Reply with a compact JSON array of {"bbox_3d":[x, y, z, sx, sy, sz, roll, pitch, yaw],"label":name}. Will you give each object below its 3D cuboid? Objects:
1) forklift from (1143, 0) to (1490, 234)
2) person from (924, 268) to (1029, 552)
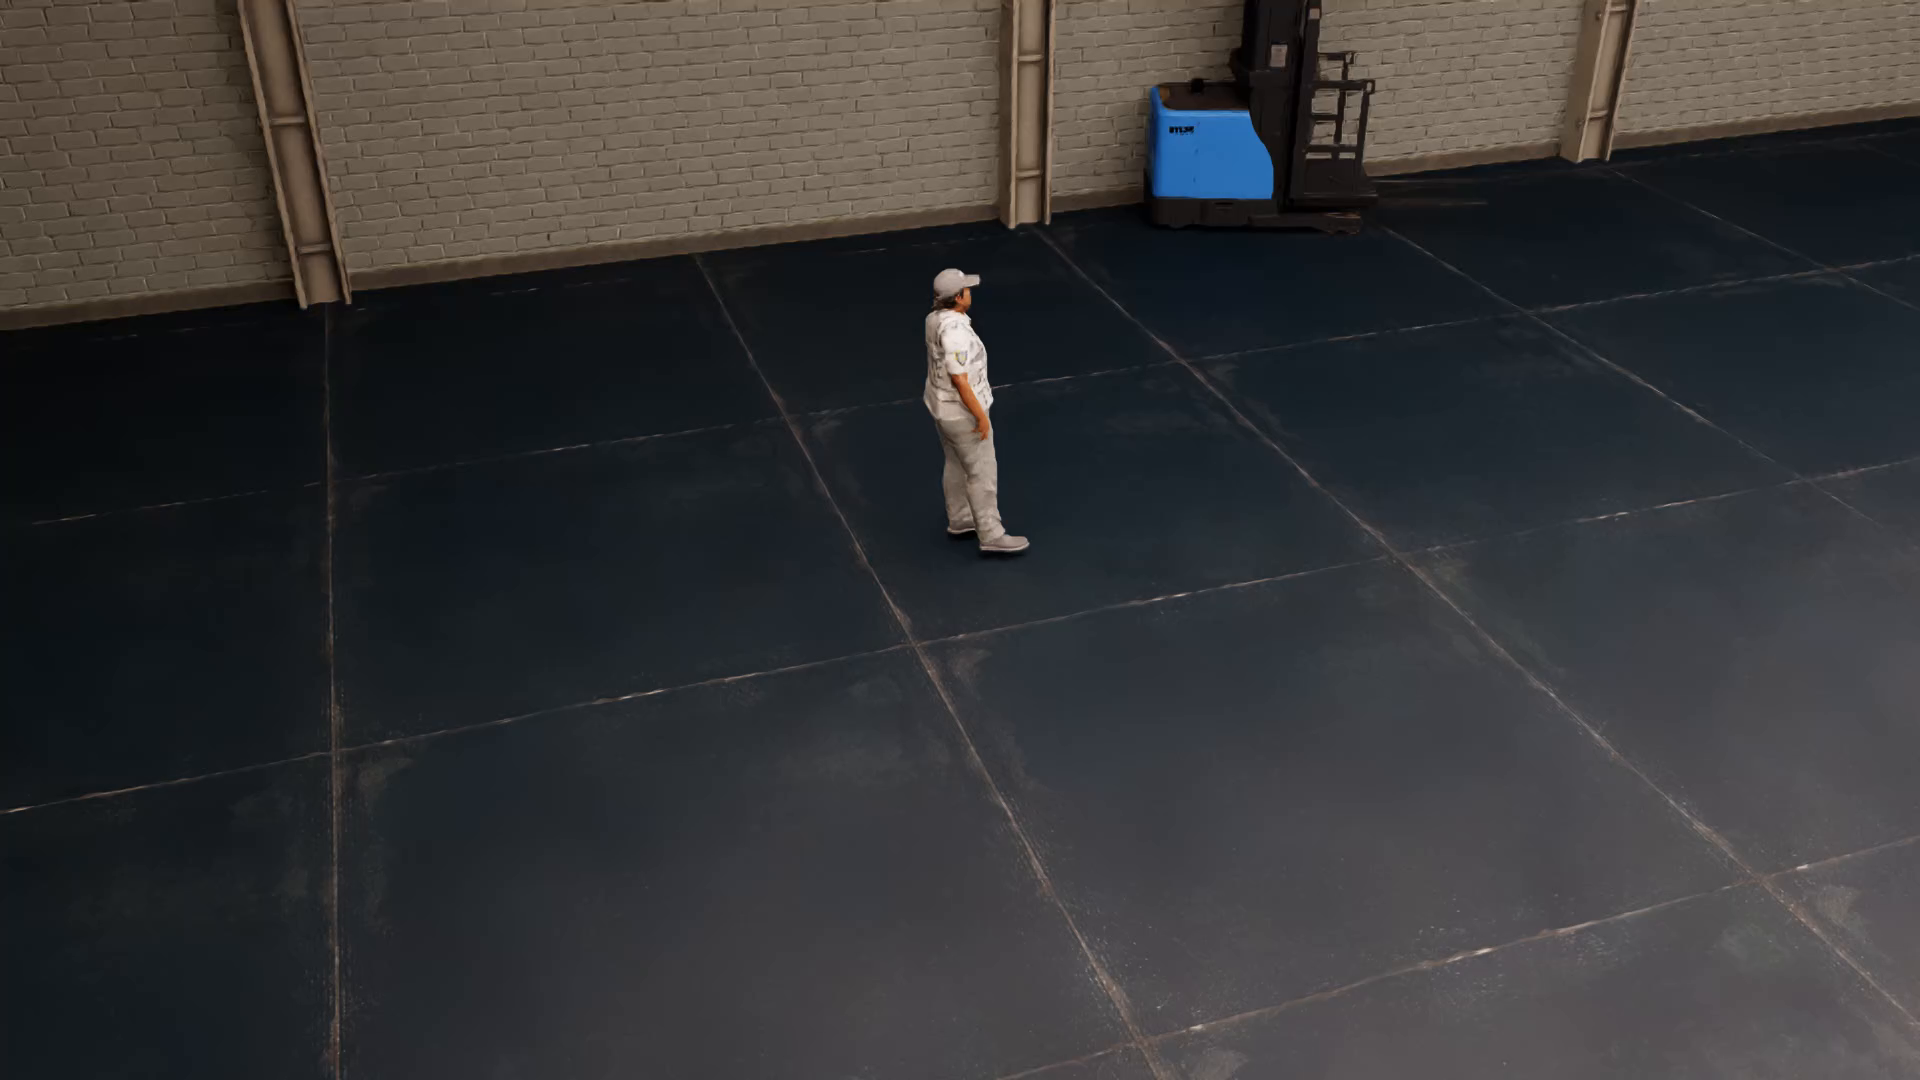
[{"bbox_3d":[3.210,-4.256,14.483,3.031,2.935,1.130,1,30,1],"label":"forklift"},{"bbox_3d":[0.080,-0.765,9.590,0.529,1.669,0.598,-10,31,-16],"label":"person"}]
